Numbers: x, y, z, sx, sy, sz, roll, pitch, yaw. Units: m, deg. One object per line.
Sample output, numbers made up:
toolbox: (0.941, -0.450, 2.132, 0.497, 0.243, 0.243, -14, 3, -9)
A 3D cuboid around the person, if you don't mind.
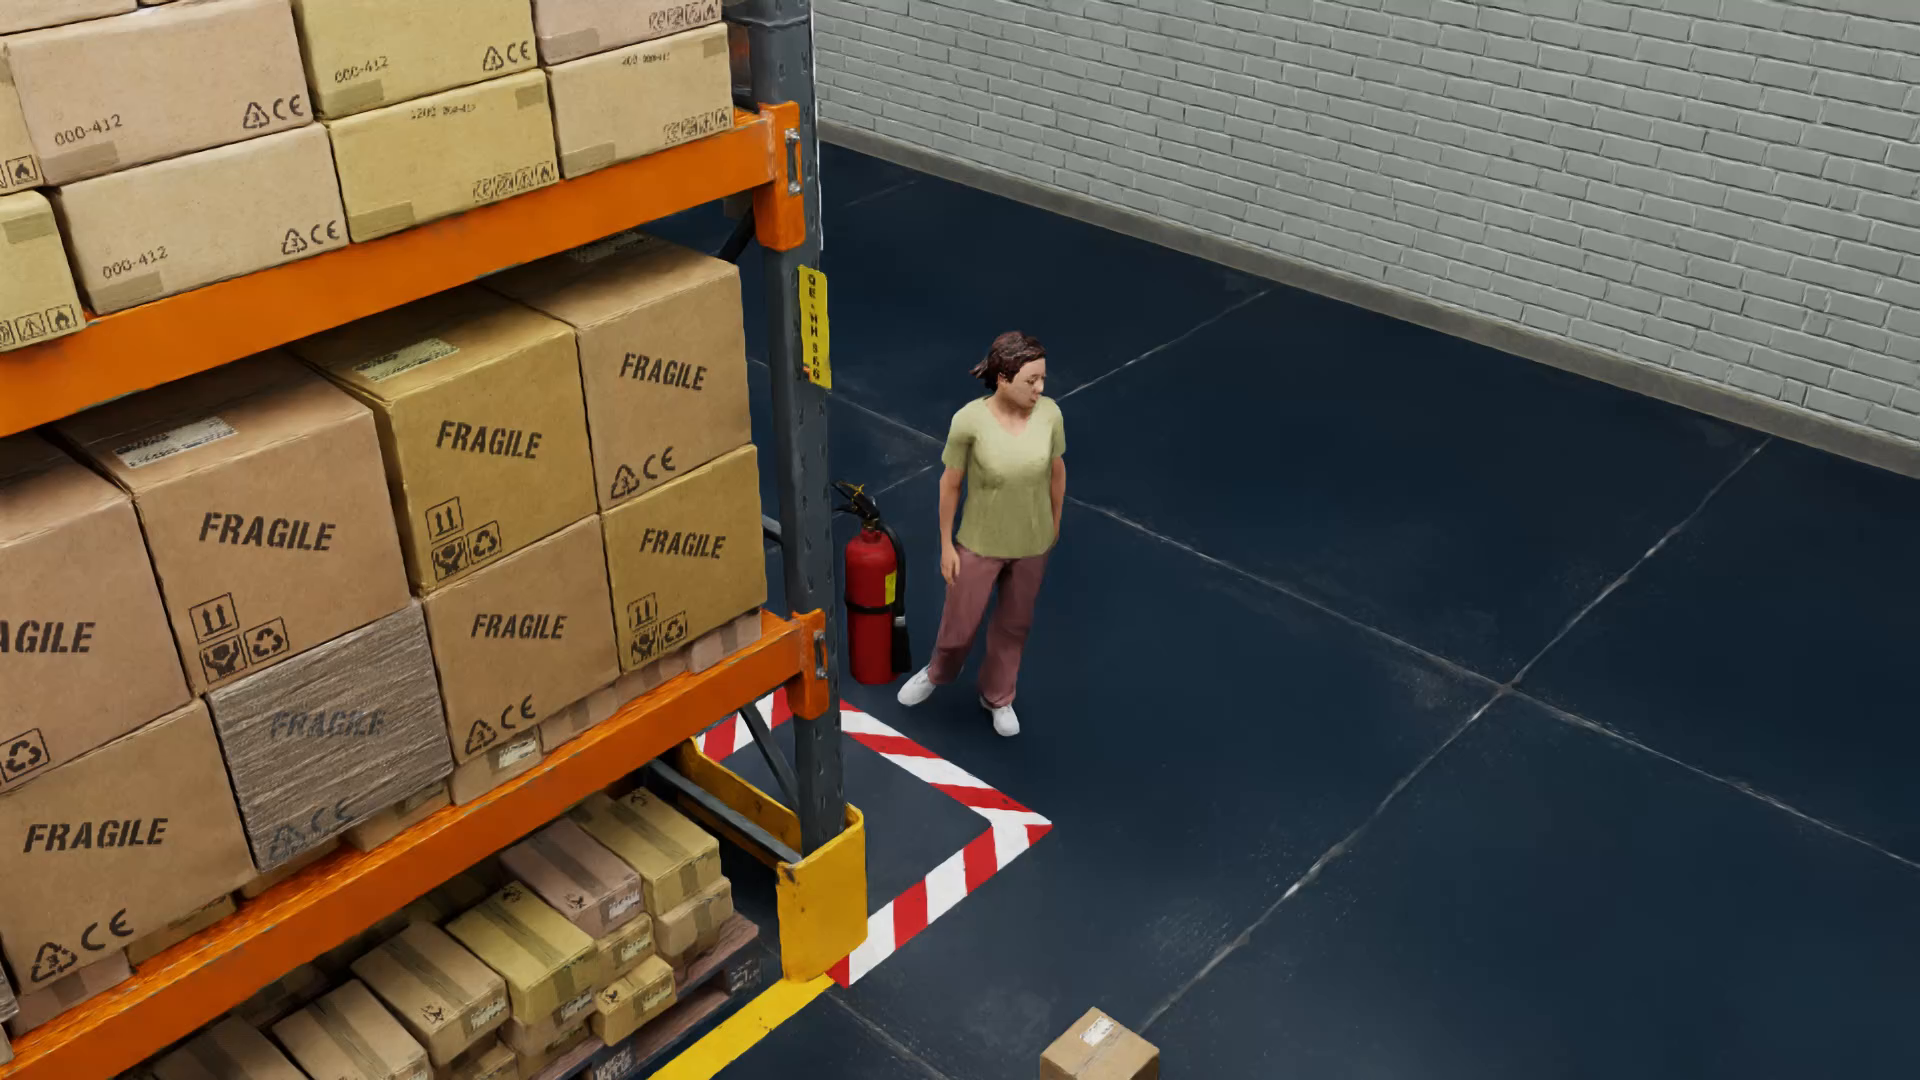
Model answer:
person: (0.082, 0.093, 6.194, 0.633, 1.414, 0.426, -7, 32, -11)
